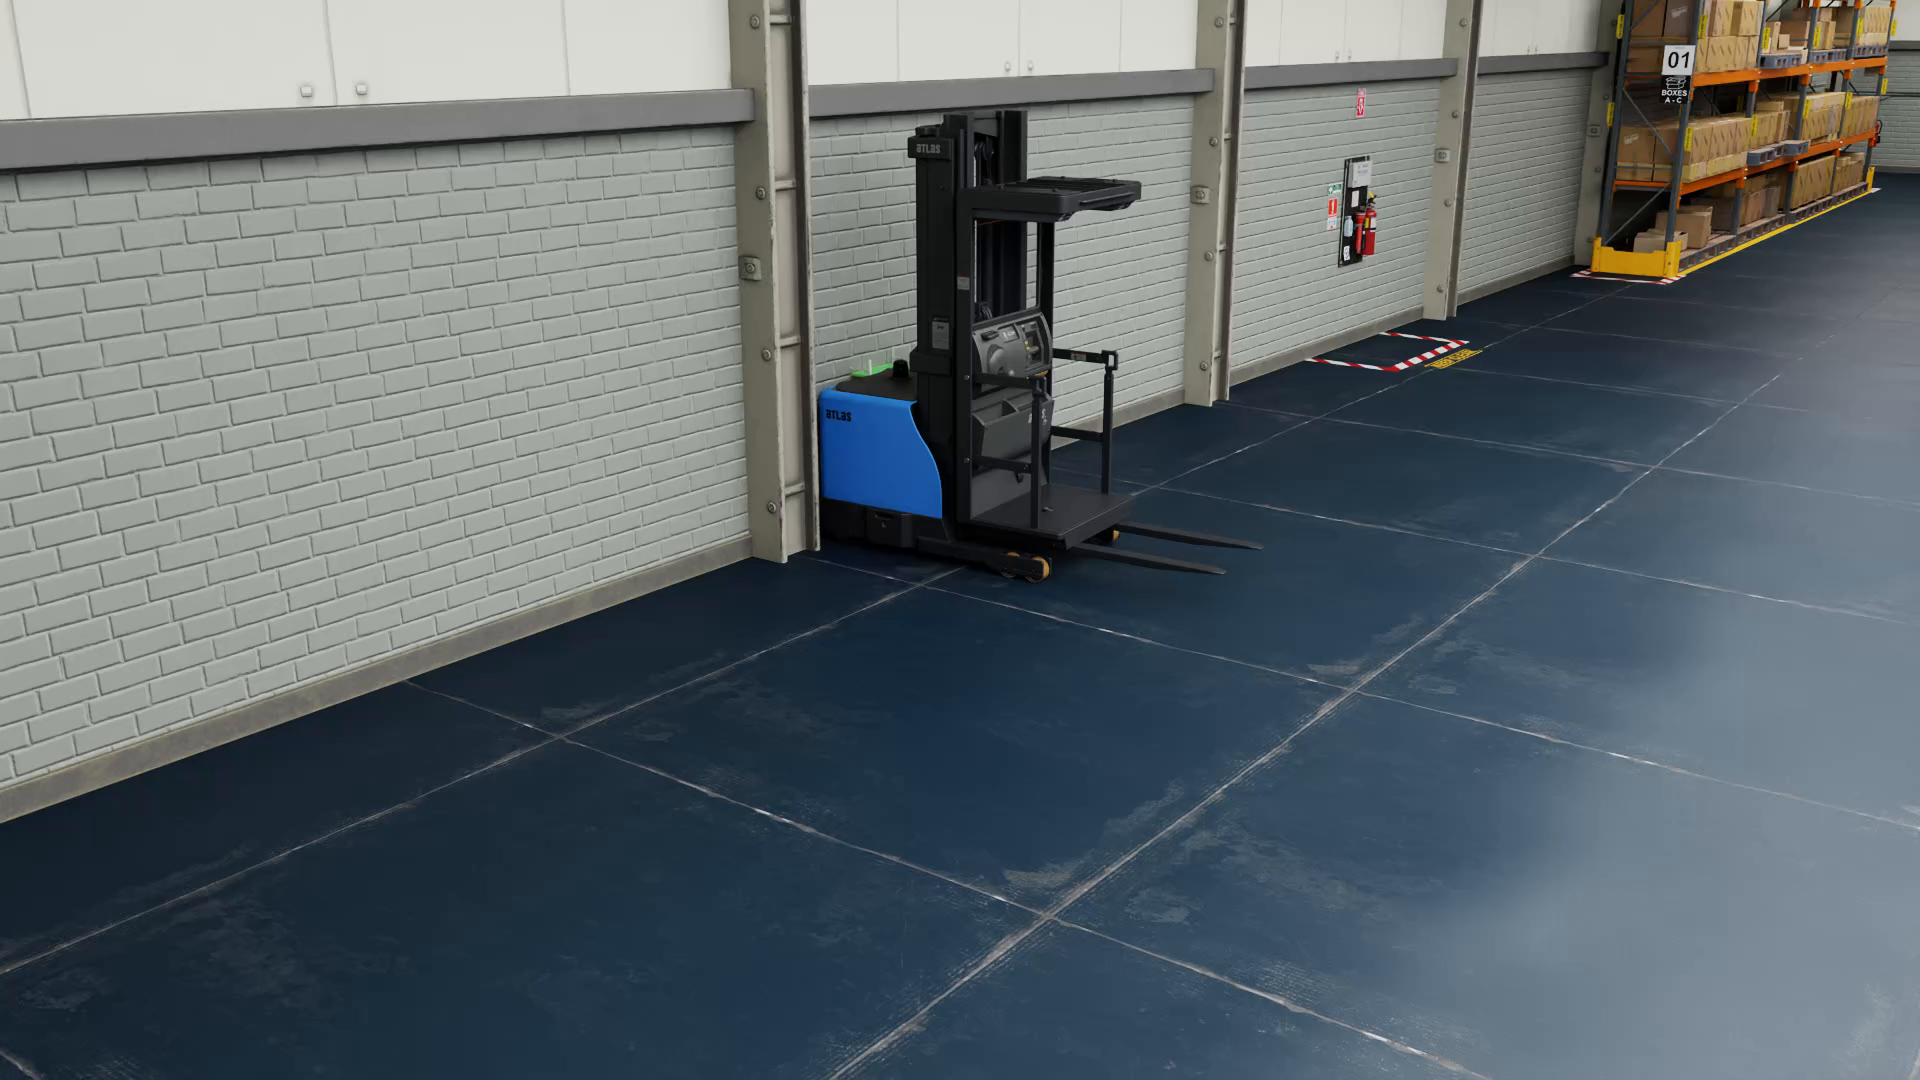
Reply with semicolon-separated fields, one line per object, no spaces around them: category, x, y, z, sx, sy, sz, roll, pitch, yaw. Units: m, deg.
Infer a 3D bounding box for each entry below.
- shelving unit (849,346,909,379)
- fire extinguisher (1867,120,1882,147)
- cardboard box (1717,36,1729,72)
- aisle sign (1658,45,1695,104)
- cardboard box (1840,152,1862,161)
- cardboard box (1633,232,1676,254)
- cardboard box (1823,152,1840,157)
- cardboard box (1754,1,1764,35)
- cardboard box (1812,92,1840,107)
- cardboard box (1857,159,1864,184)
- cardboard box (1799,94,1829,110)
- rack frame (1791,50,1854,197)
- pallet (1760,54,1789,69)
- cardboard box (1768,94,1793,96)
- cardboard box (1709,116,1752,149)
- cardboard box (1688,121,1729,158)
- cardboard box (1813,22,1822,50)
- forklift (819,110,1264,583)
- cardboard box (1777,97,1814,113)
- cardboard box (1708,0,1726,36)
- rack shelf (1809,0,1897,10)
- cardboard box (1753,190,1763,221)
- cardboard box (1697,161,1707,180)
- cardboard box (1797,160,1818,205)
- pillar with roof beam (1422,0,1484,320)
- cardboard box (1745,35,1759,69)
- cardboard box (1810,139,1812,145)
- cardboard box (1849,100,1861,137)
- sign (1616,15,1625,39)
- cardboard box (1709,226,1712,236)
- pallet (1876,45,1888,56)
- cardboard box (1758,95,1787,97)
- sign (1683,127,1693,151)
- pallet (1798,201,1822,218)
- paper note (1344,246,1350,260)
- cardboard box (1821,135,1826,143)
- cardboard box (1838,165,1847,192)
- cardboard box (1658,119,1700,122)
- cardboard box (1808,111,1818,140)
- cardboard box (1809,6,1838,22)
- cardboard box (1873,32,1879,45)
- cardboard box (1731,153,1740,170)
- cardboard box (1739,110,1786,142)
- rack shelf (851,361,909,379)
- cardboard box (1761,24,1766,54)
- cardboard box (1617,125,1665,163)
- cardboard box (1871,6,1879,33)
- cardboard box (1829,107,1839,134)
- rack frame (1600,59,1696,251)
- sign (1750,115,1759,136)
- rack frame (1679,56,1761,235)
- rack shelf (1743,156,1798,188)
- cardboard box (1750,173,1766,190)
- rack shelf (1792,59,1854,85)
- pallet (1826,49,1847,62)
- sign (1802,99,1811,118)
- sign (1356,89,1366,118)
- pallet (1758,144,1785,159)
shelving unit;-0.562;-0.777;12.185;0.258;1.200;0.503;13;22;38
fire extinguisher;19.791;-8.866;35.995;0.296;0.674;0.183;12;21;35
cardboard box;10.852;-7.087;24.247;0.500;0.500;0.500;14;22;37
aisle sign;9.995;-6.487;23.192;0.394;0.787;0.004;12;21;35
cardboard box;18.911;-8.135;35.295;0.380;0.149;0.250;13;22;36
cardboard box;10.281;-4.391;24.616;0.500;0.311;0.500;10;20;29
cardboard box;18.456;-8.143;35.322;0.380;0.149;0.250;13;21;35
cardboard box;12.099;-8.068;25.722;0.500;0.500;0.500;10;20;30
cardboard box;16.561;-8.455;31.943;0.500;0.250;0.500;13;21;36
cardboard box;18.993;-7.949;35.789;0.700;0.500;0.500;12;21;35
cardboard box;15.954;-8.212;31.161;0.500;0.250;0.500;12;21;34
rack frame;16.947;-8.174;33.007;1.000;3.000;0.127;12;21;35
pallet;12.633;-7.739;26.867;1.213;0.211;1.003;12;21;35
cardboard box;15.245;-8.177;31.048;0.500;0.250;0.500;12;21;33
cardboard box;12.511;-6.641;27.162;0.700;0.500;0.500;12;21;35
cardboard box;11.236;-6.035;25.075;0.500;0.500;0.500;13;22;36
cardboard box;15.420;-9.302;30.672;0.700;0.500;0.500;14;22;37
forklift;0.528;-1.301;10.991;3.031;2.935;1.130;11;20;31
cardboard box;15.058;-7.848;29.989;0.500;0.250;0.500;13;22;36
cardboard box;10.561;-7.442;23.706;0.500;0.500;0.500;12;21;34
rack shelf;18.138;-10.981;33.817;1.077;0.370;4.000;12;21;35
cardboard box;13.503;-5.831;28.936;0.700;0.500;0.500;12;21;34
cardboard box;10.640;-5.440;24.422;0.500;0.250;0.500;12;21;33
cardboard box;15.634;-6.754;31.353;0.750;0.750;0.750;12;21;34
pillar with roof beam;9.401;-6.310;16.891;9.100;9.000;0.400;12;21;35
cardboard box;12.076;-7.594;25.879;0.500;0.500;0.500;13;22;36
cardboard box;15.690;-7.459;31.097;0.380;0.149;0.250;13;21;36
cardboard box;17.722;-8.616;33.926;0.980;0.700;0.700;12;21;33
sign;9.363;-7.274;23.558;0.100;0.325;0.005;12;21;35
cardboard box;11.885;-4.993;26.799;0.380;0.166;0.250;9;20;28
pallet;18.896;-10.338;35.068;1.003;0.211;1.213;12;21;35
cardboard box;14.937;-8.055;30.657;0.500;0.250;0.500;12;21;33
sign;10.233;-5.633;23.366;0.100;0.325;0.005;12;21;35
pallet;15.821;-6.353;31.846;1.003;0.211;1.213;12;21;35
paper note;4.280;-3.174;18.391;0.016;0.148;0.142;12;21;35
cardboard box;16.342;-7.695;31.855;0.380;0.149;0.250;12;21;35
cardboard box;17.777;-7.460;34.214;0.700;0.500;0.500;12;21;34
cardboard box;11.120;-6.249;25.764;0.500;0.500;0.500;13;22;36
cardboard box;15.378;-7.614;30.500;0.500;0.500;0.500;13;22;36
cardboard box;17.176;-10.349;33.064;0.500;0.500;0.500;12;21;34
cardboard box;18.491;-10.265;34.061;0.500;0.250;0.500;12;21;33
cardboard box;11.838;-5.923;25.977;0.500;0.250;0.500;13;21;35
cardboard box;13.980;-7.227;29.049;0.700;0.500;0.500;10;20;30
rack shelf;-0.567;-1.175;12.062;0.258;0.148;0.480;13;22;38
cardboard box;12.570;-8.065;26.723;0.500;0.500;0.500;16;24;42
cardboard box;9.907;-5.762;24.194;0.500;0.500;0.500;12;21;34
cardboard box;18.188;-10.503;33.563;0.500;0.500;0.500;13;21;35
cardboard box;16.578;-8.095;32.051;0.500;0.500;0.500;13;21;35
rack frame;9.797;-5.316;23.803;1.000;3.000;0.127;12;21;35
sign;12.620;-6.588;26.440;0.100;0.325;0.005;12;21;35
rack frame;12.180;-6.268;26.871;1.000;3.000;0.127;12;21;35
rack shelf;13.372;-6.401;28.512;1.077;0.370;4.000;12;21;35
cardboard box;13.786;-6.290;29.150;0.500;0.250;0.500;13;21;36
rack shelf;15.755;-8.786;31.135;1.077;0.370;4.000;12;21;35
pallet;16.440;-9.288;31.859;0.805;0.209;1.217;11;21;33
sign;15.005;-7.643;29.478;0.100;0.325;0.005;12;21;35
sign;4.356;-4.747;18.064;0.001;0.298;0.199;12;21;35
pallet;13.417;-6.651;28.426;1.003;0.211;1.213;12;21;35
